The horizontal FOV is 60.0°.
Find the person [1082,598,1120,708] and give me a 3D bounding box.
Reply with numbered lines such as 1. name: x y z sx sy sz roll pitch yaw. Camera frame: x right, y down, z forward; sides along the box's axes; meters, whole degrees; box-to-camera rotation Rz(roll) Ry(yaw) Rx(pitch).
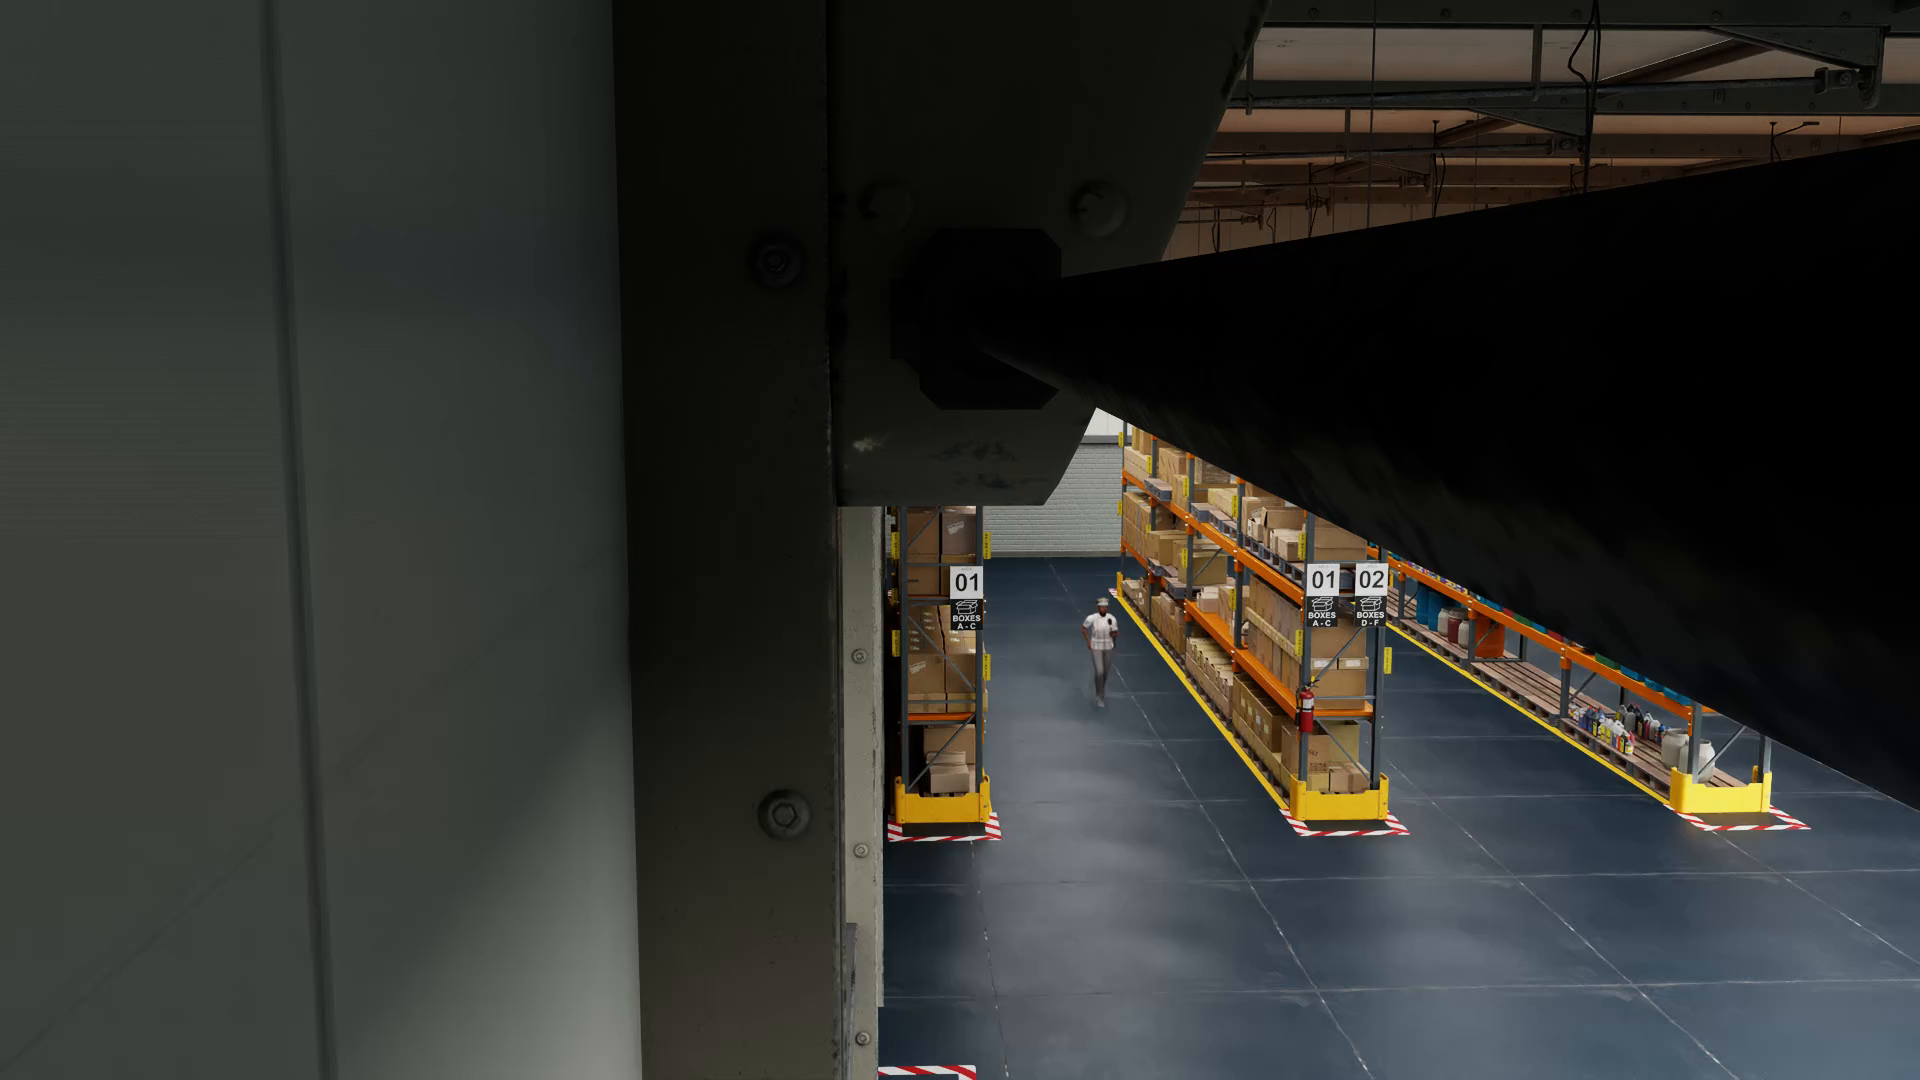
1. person: 2.260 1.773 26.552 0.560 1.753 0.727 -2 8 -12
